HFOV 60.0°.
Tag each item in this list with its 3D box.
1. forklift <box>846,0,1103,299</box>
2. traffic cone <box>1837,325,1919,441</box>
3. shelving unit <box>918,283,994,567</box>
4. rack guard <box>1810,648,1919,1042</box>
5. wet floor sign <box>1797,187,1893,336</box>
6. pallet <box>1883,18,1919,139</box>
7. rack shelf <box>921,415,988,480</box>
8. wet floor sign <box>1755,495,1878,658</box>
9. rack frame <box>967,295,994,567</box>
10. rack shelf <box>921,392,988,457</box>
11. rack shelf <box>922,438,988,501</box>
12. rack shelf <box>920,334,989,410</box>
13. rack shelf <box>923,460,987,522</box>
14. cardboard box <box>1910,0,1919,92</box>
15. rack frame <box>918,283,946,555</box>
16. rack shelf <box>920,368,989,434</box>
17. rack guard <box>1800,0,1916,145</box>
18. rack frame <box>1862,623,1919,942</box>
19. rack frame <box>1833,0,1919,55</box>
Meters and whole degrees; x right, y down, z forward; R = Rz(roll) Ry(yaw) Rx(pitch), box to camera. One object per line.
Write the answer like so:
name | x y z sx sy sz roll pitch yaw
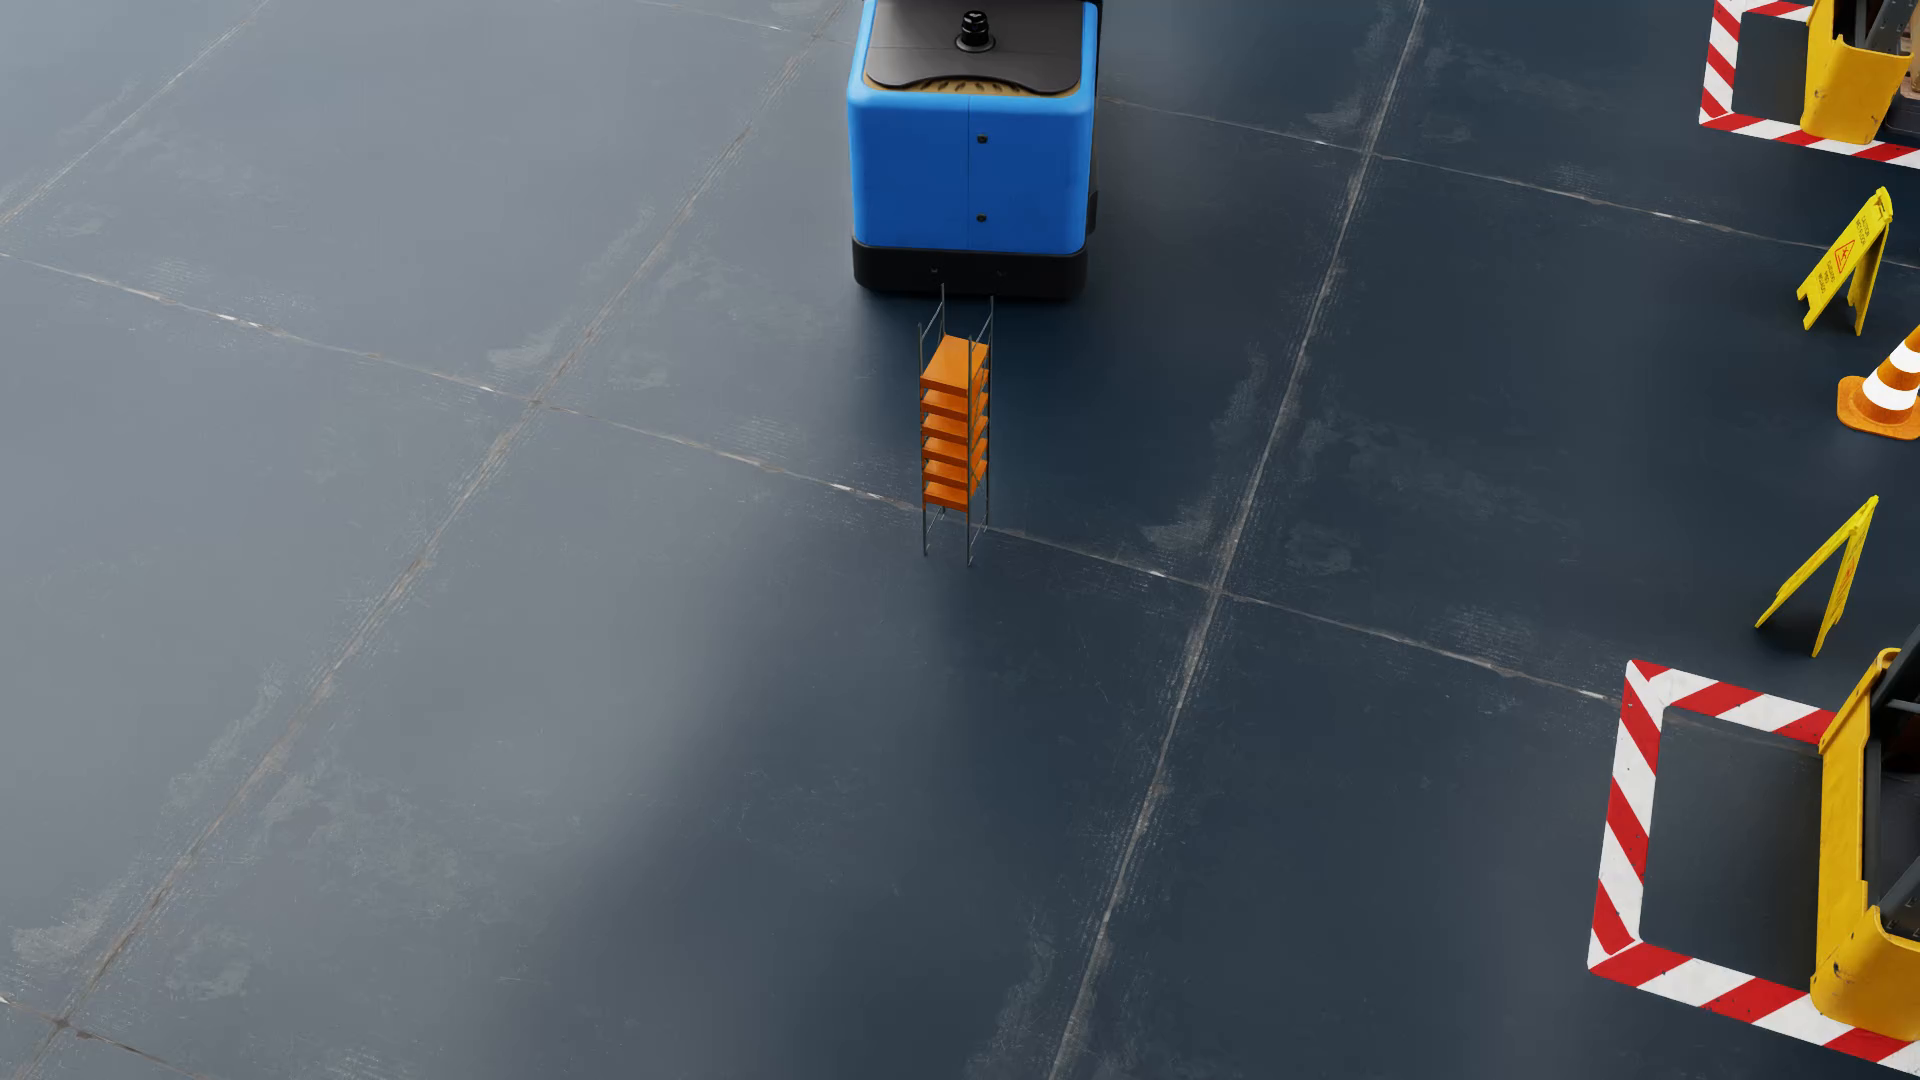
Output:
forklift | 0.143 -3.159 7.415 1.130 2.935 3.031 3 49 3
traffic cone | 3.923 -0.711 6.926 0.334 0.463 0.336 16 51 13
shelving unit | -0.014 -0.397 6.166 0.189 1.200 0.258 16 51 13
rack guard | 3.078 0.975 5.441 0.348 0.500 1.175 16 51 13
wet floor sign | 3.914 -1.232 7.257 0.232 0.644 0.267 8 50 7
pallet | 5.404 -2.332 8.498 1.213 0.211 1.003 16 51 13
rack shelf | -0.014 -0.368 6.200 0.180 0.103 0.258 16 51 13
wet floor sign | 3.199 0.099 6.104 0.232 0.644 0.267 33 57 25
rack frame | 0.072 -0.373 6.146 0.006 1.200 0.240 16 51 13
rack shelf | -0.014 -0.446 6.109 0.180 0.103 0.258 16 51 13
rack shelf | -0.014 -0.289 6.291 0.180 0.103 0.258 16 51 13
rack shelf | -0.014 -0.603 5.928 0.180 0.103 0.258 16 51 13
rack shelf | -0.014 -0.210 6.381 0.180 0.103 0.258 16 51 13
cardboard box | 5.286 -2.710 8.108 0.875 0.875 0.875 16 51 13
rack frame | -0.099 -0.421 6.187 0.006 1.200 0.240 16 51 13
rack shelf | -0.014 -0.525 6.019 0.180 0.103 0.258 16 51 13
rack guard | 4.605 -2.587 8.528 0.348 0.500 1.175 16 51 13
rack frame | 3.007 0.136 4.514 0.127 3.000 1.000 16 51 13
rack frame | 4.627 -3.399 7.578 0.127 3.000 1.000 16 51 13
